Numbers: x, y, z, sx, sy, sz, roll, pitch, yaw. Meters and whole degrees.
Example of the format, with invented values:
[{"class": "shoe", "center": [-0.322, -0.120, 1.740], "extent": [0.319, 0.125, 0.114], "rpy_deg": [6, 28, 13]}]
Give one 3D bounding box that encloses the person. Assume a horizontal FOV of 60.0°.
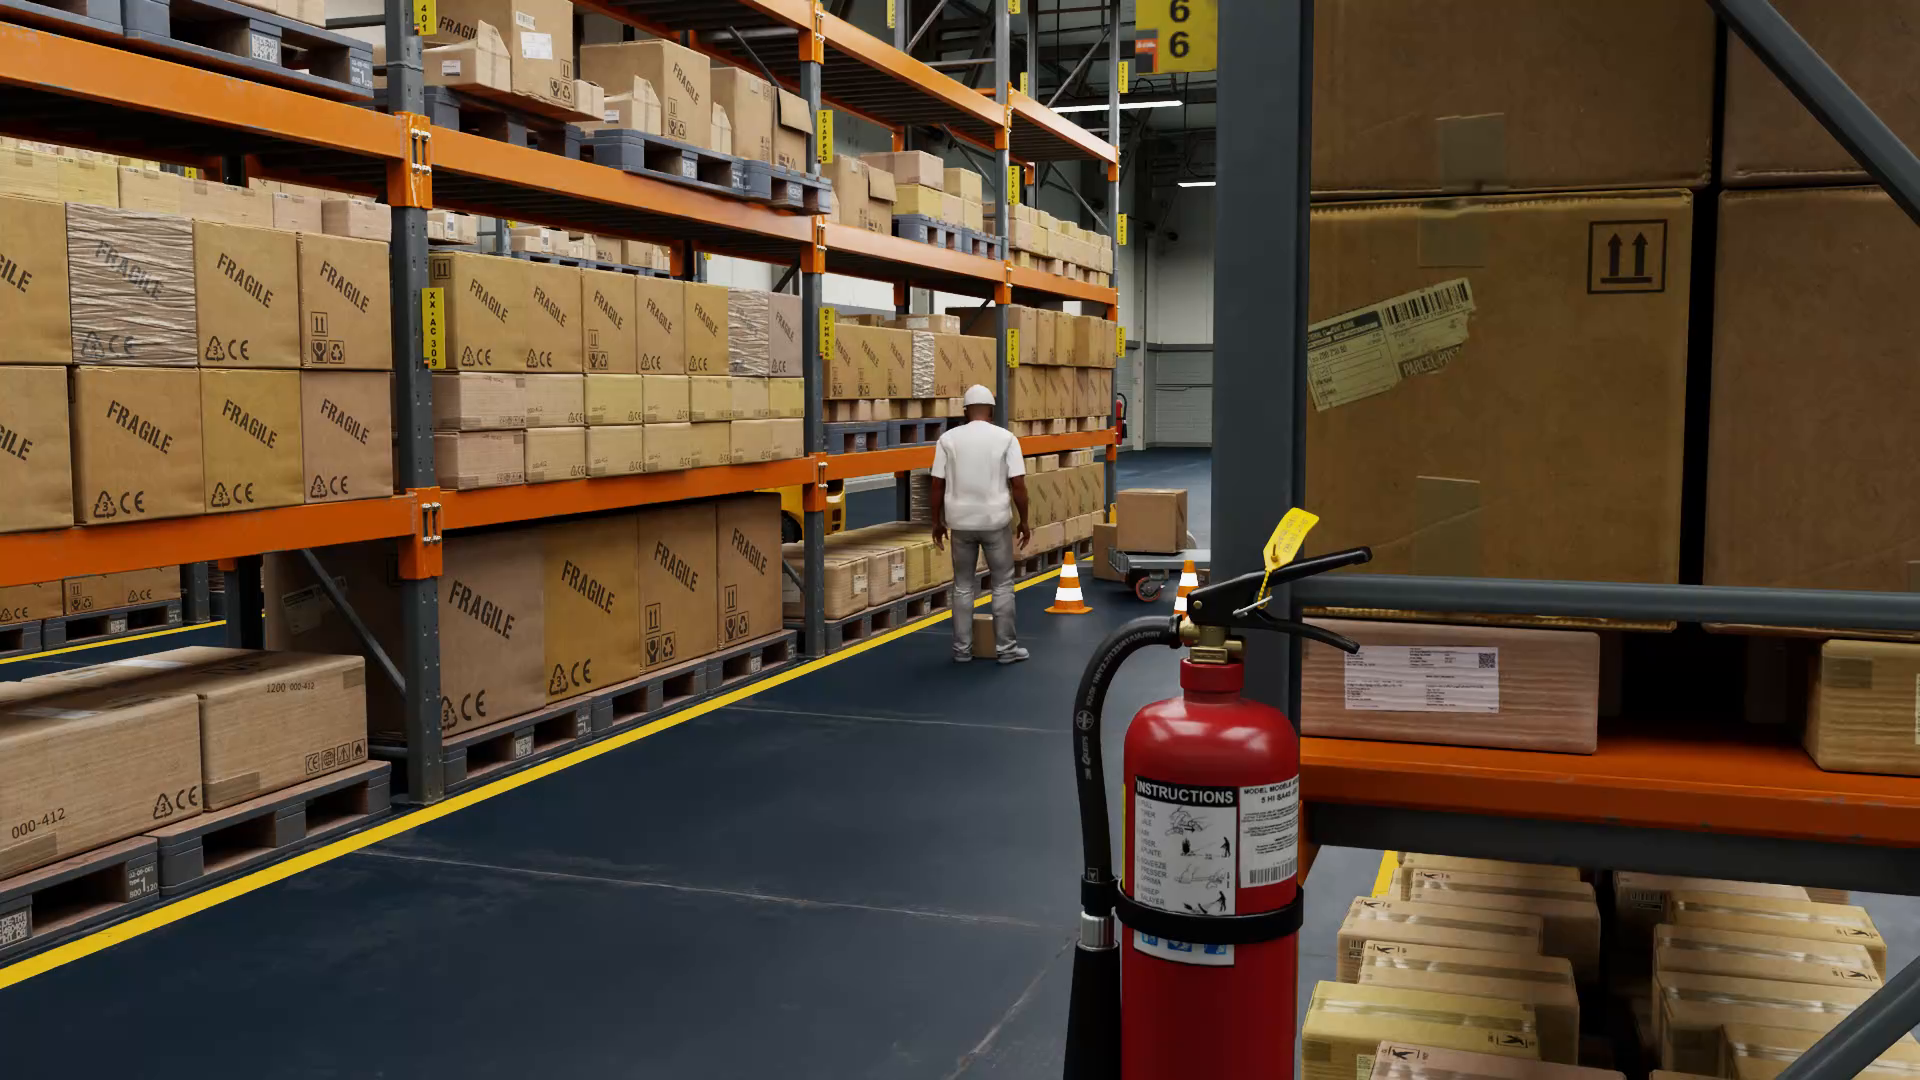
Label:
[{"class": "person", "center": [0.129, -0.104, 10.569], "extent": [0.634, 1.758, 0.461], "rpy_deg": [1, 5, 12]}]
